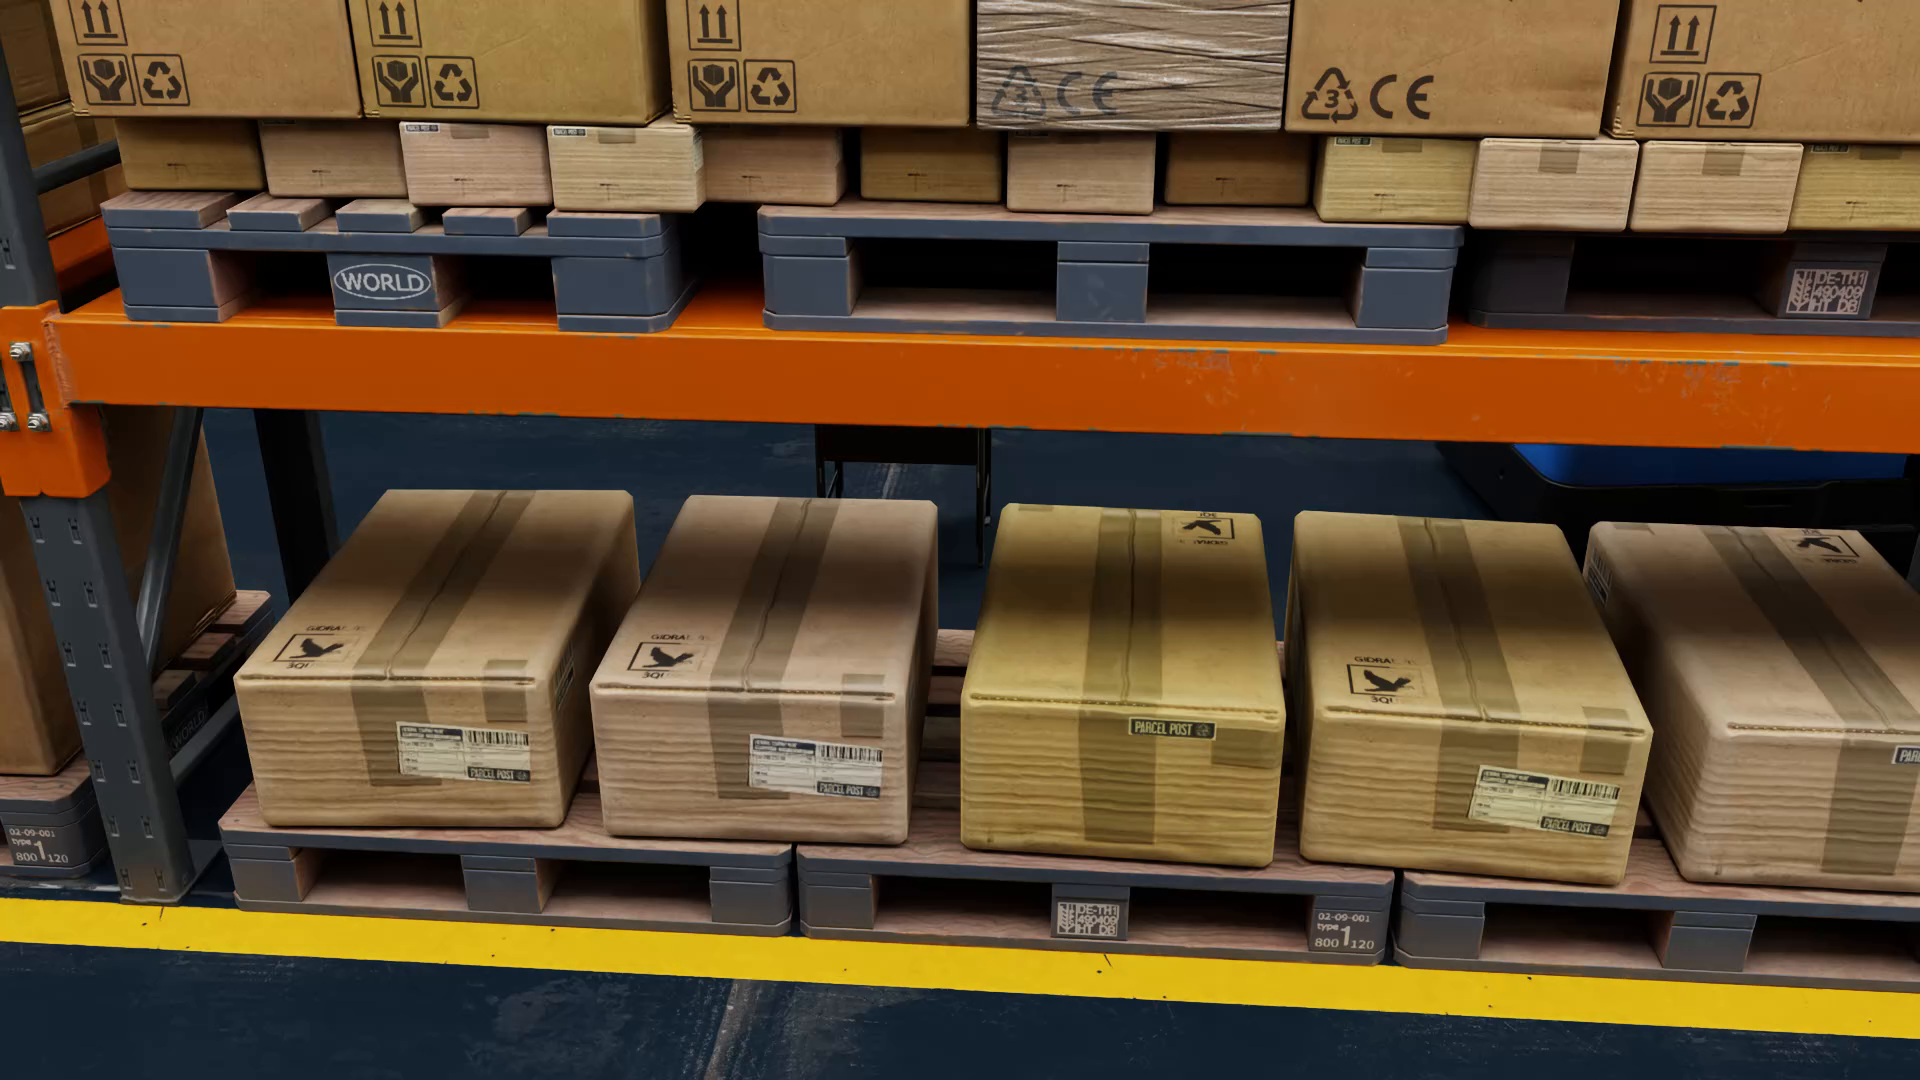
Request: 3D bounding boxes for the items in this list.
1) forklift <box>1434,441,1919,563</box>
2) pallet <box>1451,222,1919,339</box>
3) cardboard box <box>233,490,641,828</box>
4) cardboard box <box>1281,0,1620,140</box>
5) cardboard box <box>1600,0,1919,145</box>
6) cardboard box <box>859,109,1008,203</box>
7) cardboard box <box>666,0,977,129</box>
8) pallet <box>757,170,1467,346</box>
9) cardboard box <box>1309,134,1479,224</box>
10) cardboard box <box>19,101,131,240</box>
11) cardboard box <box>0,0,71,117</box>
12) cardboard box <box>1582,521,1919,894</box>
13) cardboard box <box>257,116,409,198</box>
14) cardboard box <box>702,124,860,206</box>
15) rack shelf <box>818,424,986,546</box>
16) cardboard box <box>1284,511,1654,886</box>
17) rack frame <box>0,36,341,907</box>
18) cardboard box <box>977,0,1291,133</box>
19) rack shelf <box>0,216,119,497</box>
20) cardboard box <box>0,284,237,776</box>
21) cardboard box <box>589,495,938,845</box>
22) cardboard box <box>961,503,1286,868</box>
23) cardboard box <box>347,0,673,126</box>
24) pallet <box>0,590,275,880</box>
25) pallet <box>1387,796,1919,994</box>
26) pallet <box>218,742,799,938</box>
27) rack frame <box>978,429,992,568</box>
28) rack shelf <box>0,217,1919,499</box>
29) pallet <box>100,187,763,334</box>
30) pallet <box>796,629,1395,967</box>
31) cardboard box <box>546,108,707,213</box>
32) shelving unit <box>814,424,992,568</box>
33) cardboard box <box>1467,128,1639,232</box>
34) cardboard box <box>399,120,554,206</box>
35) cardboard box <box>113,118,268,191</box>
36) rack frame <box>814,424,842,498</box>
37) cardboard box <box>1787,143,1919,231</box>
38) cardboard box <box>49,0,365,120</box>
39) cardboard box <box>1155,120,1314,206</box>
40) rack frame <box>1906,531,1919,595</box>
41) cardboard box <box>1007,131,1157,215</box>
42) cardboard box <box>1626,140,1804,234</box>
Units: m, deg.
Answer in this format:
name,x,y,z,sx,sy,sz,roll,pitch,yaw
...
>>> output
name,x,y,z,sx,sy,sz,roll,pitch,yaw
forklift,3.193,-1.459,4.913,3.031,2.935,1.130,-2,25,-4
pallet,1.545,-0.659,3.324,1.213,0.211,1.003,2,25,4
cardboard box,-1.130,0.236,3.790,0.625,0.372,0.950,0,25,0
cardboard box,0.809,-0.986,2.827,0.500,0.500,0.500,3,25,6
cardboard box,1.323,-0.967,2.786,0.500,0.500,0.500,2,25,4
cardboard box,-0.030,-0.742,3.072,0.250,0.149,0.380,3,25,6
cardboard box,-0.211,-1.022,2.904,0.500,0.500,0.500,2,25,5
pallet,0.285,-0.656,3.317,1.213,0.211,1.003,2,25,4
cardboard box,0.746,-0.678,2.933,0.250,0.149,0.380,2,25,4
cardboard box,-2.161,-0.842,3.670,0.500,0.250,0.500,1,25,3
cardboard box,-2.179,-1.067,3.563,0.500,0.250,0.500,2,25,4
cardboard box,1.773,0.326,3.595,0.625,0.372,0.950,2,25,5
cardboard box,-1.103,-0.755,3.101,0.250,0.149,0.380,0,25,1
cardboard box,-0.315,-0.734,3.056,0.250,0.149,0.380,3,25,7
rack shelf,-0.165,-0.311,5.121,0.480,0.518,0.431,2,25,4
cardboard box,1.056,0.304,3.641,0.625,0.372,0.950,3,25,7
rack frame,-1.692,-0.789,3.377,0.127,3.000,1.000,2,25,4
cardboard box,0.287,-1.003,2.863,0.500,0.500,0.500,1,25,2
rack shelf,-3.686,-0.527,3.666,4.000,0.370,1.077,2,25,4
cardboard box,-2.375,-0.072,3.857,0.875,0.875,0.875,2,25,4
cardboard box,-0.393,0.256,3.746,0.625,0.372,0.950,1,25,3
cardboard box,0.362,0.283,3.688,0.625,0.372,0.950,3,25,6
cardboard box,-0.741,-1.036,2.935,0.500,0.500,0.500,3,25,7
pallet,-2.473,0.421,4.083,1.213,0.211,1.003,2,25,4
pallet,1.520,0.581,3.735,1.213,0.211,1.003,2,25,4
pallet,-0.913,0.503,3.904,1.213,0.211,1.003,2,25,4
rack frame,0.078,-0.951,4.806,0.015,2.100,0.400,2,25,4
rack shelf,0.302,-0.399,3.388,4.000,0.370,1.077,2,25,4
pallet,-0.974,-0.724,3.464,1.003,0.211,1.213,2,25,4
pallet,0.300,0.543,3.817,1.213,0.211,1.003,2,25,4
cardboard box,-0.561,-0.710,3.002,0.250,0.149,0.380,2,25,4
shelving unit,-0.165,-0.959,4.823,0.503,2.100,0.431,2,25,4
cardboard box,0.986,-0.655,2.884,0.250,0.149,0.380,2,25,4
cardboard box,-0.834,-0.727,3.040,0.250,0.149,0.380,0,25,1
cardboard box,-1.382,-0.778,3.151,0.250,0.149,0.380,0,25,1
rack frame,-0.408,-0.967,4.840,0.015,2.100,0.400,2,25,4
cardboard box,1.500,-0.655,2.884,0.250,0.149,0.380,1,25,2
cardboard box,-1.261,-1.050,2.965,0.500,0.500,0.500,1,25,3
cardboard box,0.491,-0.729,3.045,0.250,0.149,0.380,1,25,2
rack frame,2.296,-0.661,3.099,0.127,3.000,1.000,2,25,4
cardboard box,0.225,-0.706,2.994,0.250,0.149,0.380,3,25,6
cardboard box,1.240,-0.648,2.869,0.250,0.149,0.380,1,25,3
